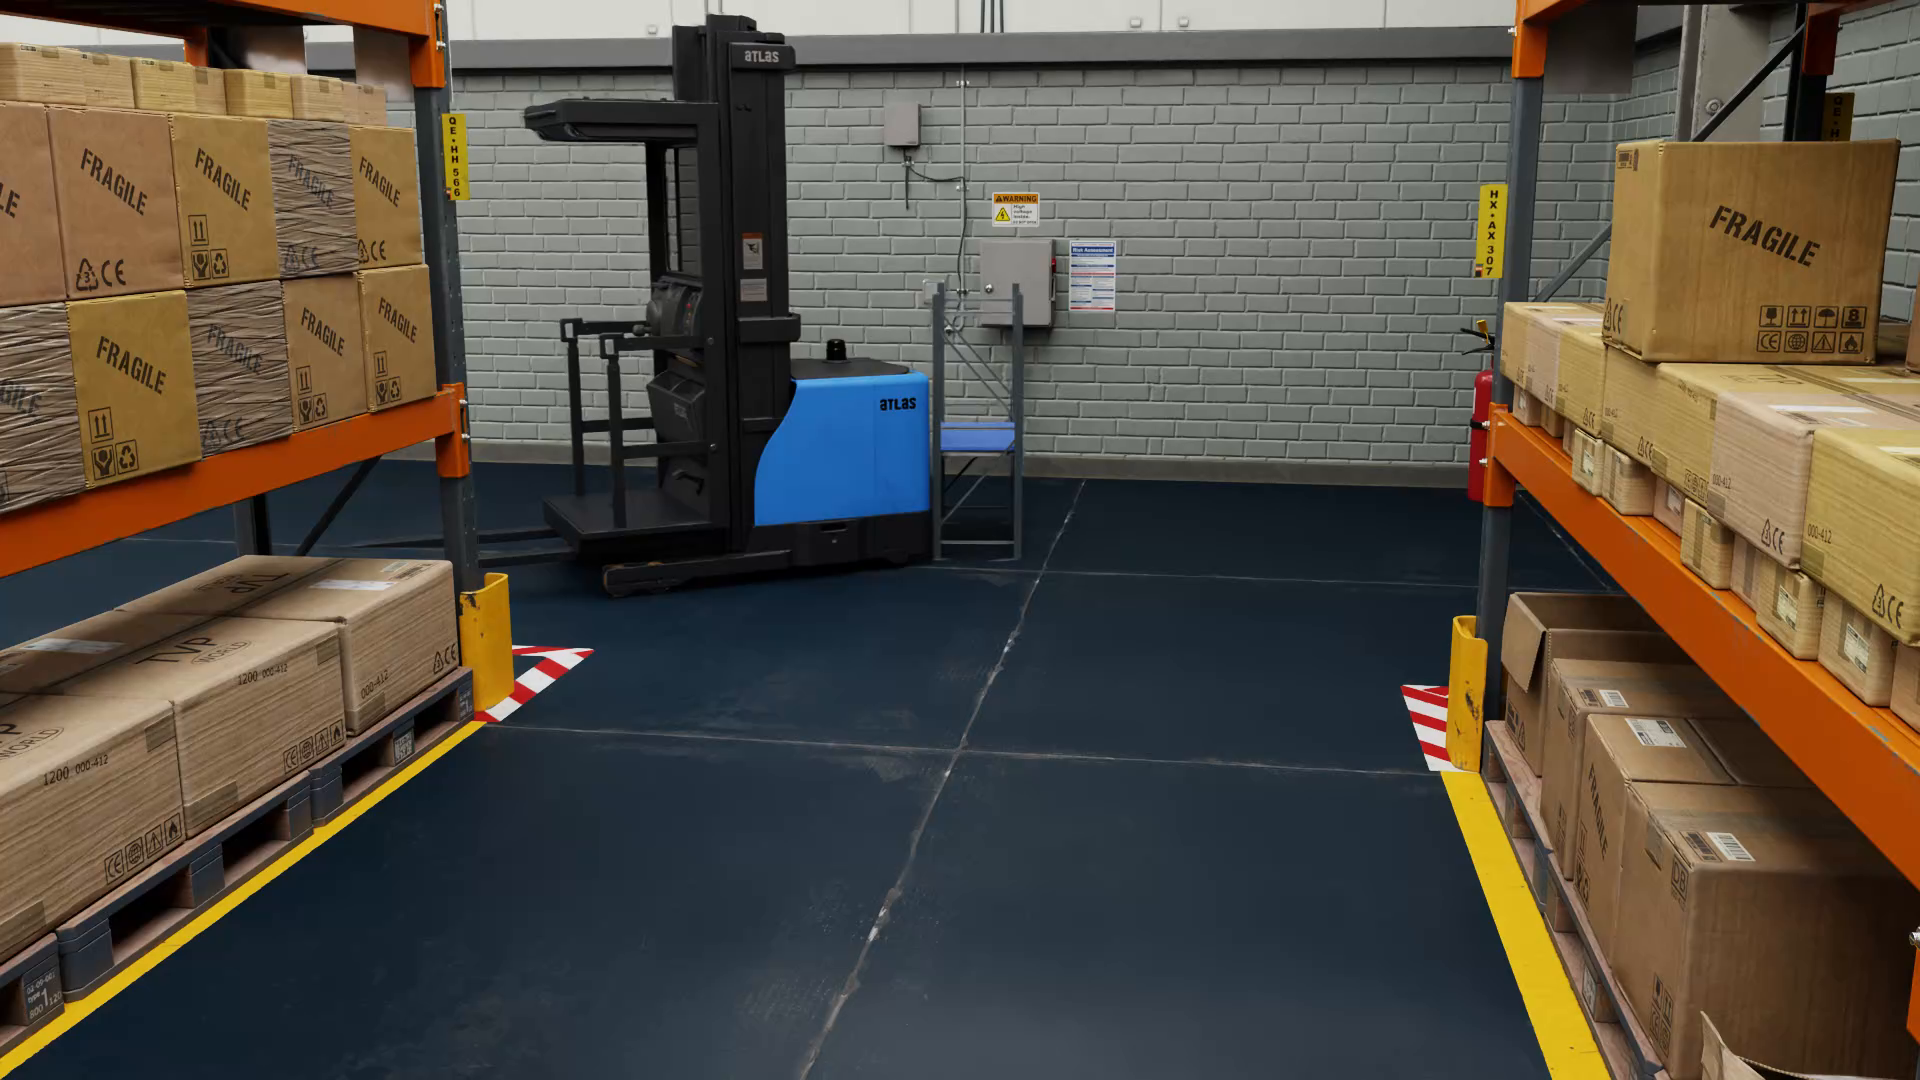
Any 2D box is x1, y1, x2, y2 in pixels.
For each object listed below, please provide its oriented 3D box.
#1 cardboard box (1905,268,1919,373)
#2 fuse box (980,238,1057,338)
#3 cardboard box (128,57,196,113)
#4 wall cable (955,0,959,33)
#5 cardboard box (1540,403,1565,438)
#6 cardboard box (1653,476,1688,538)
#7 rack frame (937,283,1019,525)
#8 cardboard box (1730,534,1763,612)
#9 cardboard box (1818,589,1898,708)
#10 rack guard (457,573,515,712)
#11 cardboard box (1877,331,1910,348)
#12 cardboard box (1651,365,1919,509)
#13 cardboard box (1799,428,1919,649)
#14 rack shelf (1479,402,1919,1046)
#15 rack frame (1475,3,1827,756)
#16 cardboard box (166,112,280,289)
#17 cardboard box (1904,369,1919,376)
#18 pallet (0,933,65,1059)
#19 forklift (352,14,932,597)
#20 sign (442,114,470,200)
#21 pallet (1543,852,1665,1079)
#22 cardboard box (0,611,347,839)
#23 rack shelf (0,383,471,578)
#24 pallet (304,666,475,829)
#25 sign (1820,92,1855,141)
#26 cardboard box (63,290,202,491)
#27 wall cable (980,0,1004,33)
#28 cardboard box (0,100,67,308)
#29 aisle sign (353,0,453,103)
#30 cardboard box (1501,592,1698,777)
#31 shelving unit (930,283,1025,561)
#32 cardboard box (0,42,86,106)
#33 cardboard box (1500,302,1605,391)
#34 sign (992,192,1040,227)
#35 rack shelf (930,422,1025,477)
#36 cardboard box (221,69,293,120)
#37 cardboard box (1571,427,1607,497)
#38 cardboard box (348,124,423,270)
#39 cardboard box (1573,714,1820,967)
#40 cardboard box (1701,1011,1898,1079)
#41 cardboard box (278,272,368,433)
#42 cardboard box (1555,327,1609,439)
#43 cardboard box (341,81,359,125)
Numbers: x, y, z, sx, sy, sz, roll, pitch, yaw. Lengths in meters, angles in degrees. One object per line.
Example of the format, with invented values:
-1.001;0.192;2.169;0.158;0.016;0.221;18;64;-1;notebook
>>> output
2.302;-0.562;3.351;0.500;0.500;0.500;2;12;7;cardboard box
0.417;-1.261;11.782;0.539;1.711;0.414;2;12;9;fuse box
-2.480;-1.321;4.851;0.380;0.149;0.250;2;12;10;cardboard box
-1.141;-4.916;11.442;2.355;3.000;0.029;2;12;9;wall cable
2.110;-0.418;5.408;0.380;0.149;0.250;2;12;10;cardboard box
1.864;-0.094;3.907;0.380;0.149;0.250;2;12;9;cardboard box
0.111;-0.833;10.300;0.500;1.500;0.032;0;12;1;rack frame
1.711;0.063;3.178;0.380;0.149;0.250;2;12;10;cardboard box
1.628;0.171;2.674;0.380;0.149;0.250;2;12;10;cardboard box
-2.476;0.402;6.940;1.175;0.500;0.348;2;12;9;rack guard
2.455;-0.412;4.435;0.500;0.250;0.500;2;12;10;cardboard box
1.799;-0.216;3.526;0.500;0.250;0.500;2;12;8;cardboard box
1.647;-0.008;2.560;0.500;0.250;0.500;2;12;10;cardboard box
2.117;0.113;4.054;1.077;0.370;4.000;2;12;9;rack shelf
2.425;-0.655;5.910;1.000;3.000;0.127;2;12;9;rack frame
-2.450;-1.032;5.049;0.500;0.500;0.500;2;12;8;cardboard box
2.304;-0.200;3.453;0.500;0.250;0.500;2;12;10;cardboard box
-2.901;1.225;3.806;1.003;0.211;1.213;2;12;9;pallet
-1.717;-1.263;8.896;3.031;2.935;1.130;-5;13;-24;forklift
-1.946;-1.476;6.411;0.100;0.325;0.005;2;12;9;sign
2.102;1.144;4.186;1.003;0.211;1.213;2;12;9;pallet
-2.615;0.564;5.341;0.875;0.438;0.875;2;12;10;cardboard box
-2.788;-0.047;4.797;1.077;0.370;4.000;2;12;9;rack shelf
-2.526;0.718;6.163;1.003;0.211;1.213;2;12;9;pallet
2.970;-1.353;5.652;0.100;0.325;0.005;2;12;9;sign
-2.521;-0.435;4.655;0.500;0.500;0.500;2;12;10;cardboard box
1.606;-4.836;10.983;2.988;3.039;0.133;2;12;9;wall cable
-2.609;-0.822;4.077;0.500;0.500;0.500;2;12;10;cardboard box
-2.163;-2.090;6.402;0.394;0.787;0.004;2;12;9;aisle sign
2.237;0.485;5.553;0.797;0.503;0.637;1;12;6;cardboard box
0.104;-0.726;9.803;0.538;1.500;1.048;0;12;1;shelving unit
-2.538;-1.210;4.339;0.380;0.149;0.250;2;12;9;cardboard box
2.089;-0.641;5.497;0.500;0.250;0.500;2;12;9;cardboard box
0.394;-2.339;11.768;0.339;0.242;0.001;2;12;9;sign
0.104;-0.550;9.841;0.538;0.185;1.000;0;12;1;rack shelf
-2.389;-1.427;5.344;0.380;0.149;0.250;2;12;10;cardboard box
1.856;-0.206;4.424;0.380;0.149;0.250;2;12;7;cardboard box
-2.319;-1.244;6.036;0.500;0.500;0.500;2;12;11;cardboard box
1.887;0.770;4.238;0.500;0.500;0.500;2;12;10;cardboard box
1.660;1.110;3.218;0.396;0.266;0.258;2;12;11;cardboard box
-2.385;-0.650;5.654;0.500;0.500;0.500;2;12;7;cardboard box
1.937;-0.430;4.520;0.500;0.250;0.500;2;12;8;cardboard box
-2.353;-1.535;5.843;0.380;0.149;0.250;2;12;10;cardboard box
